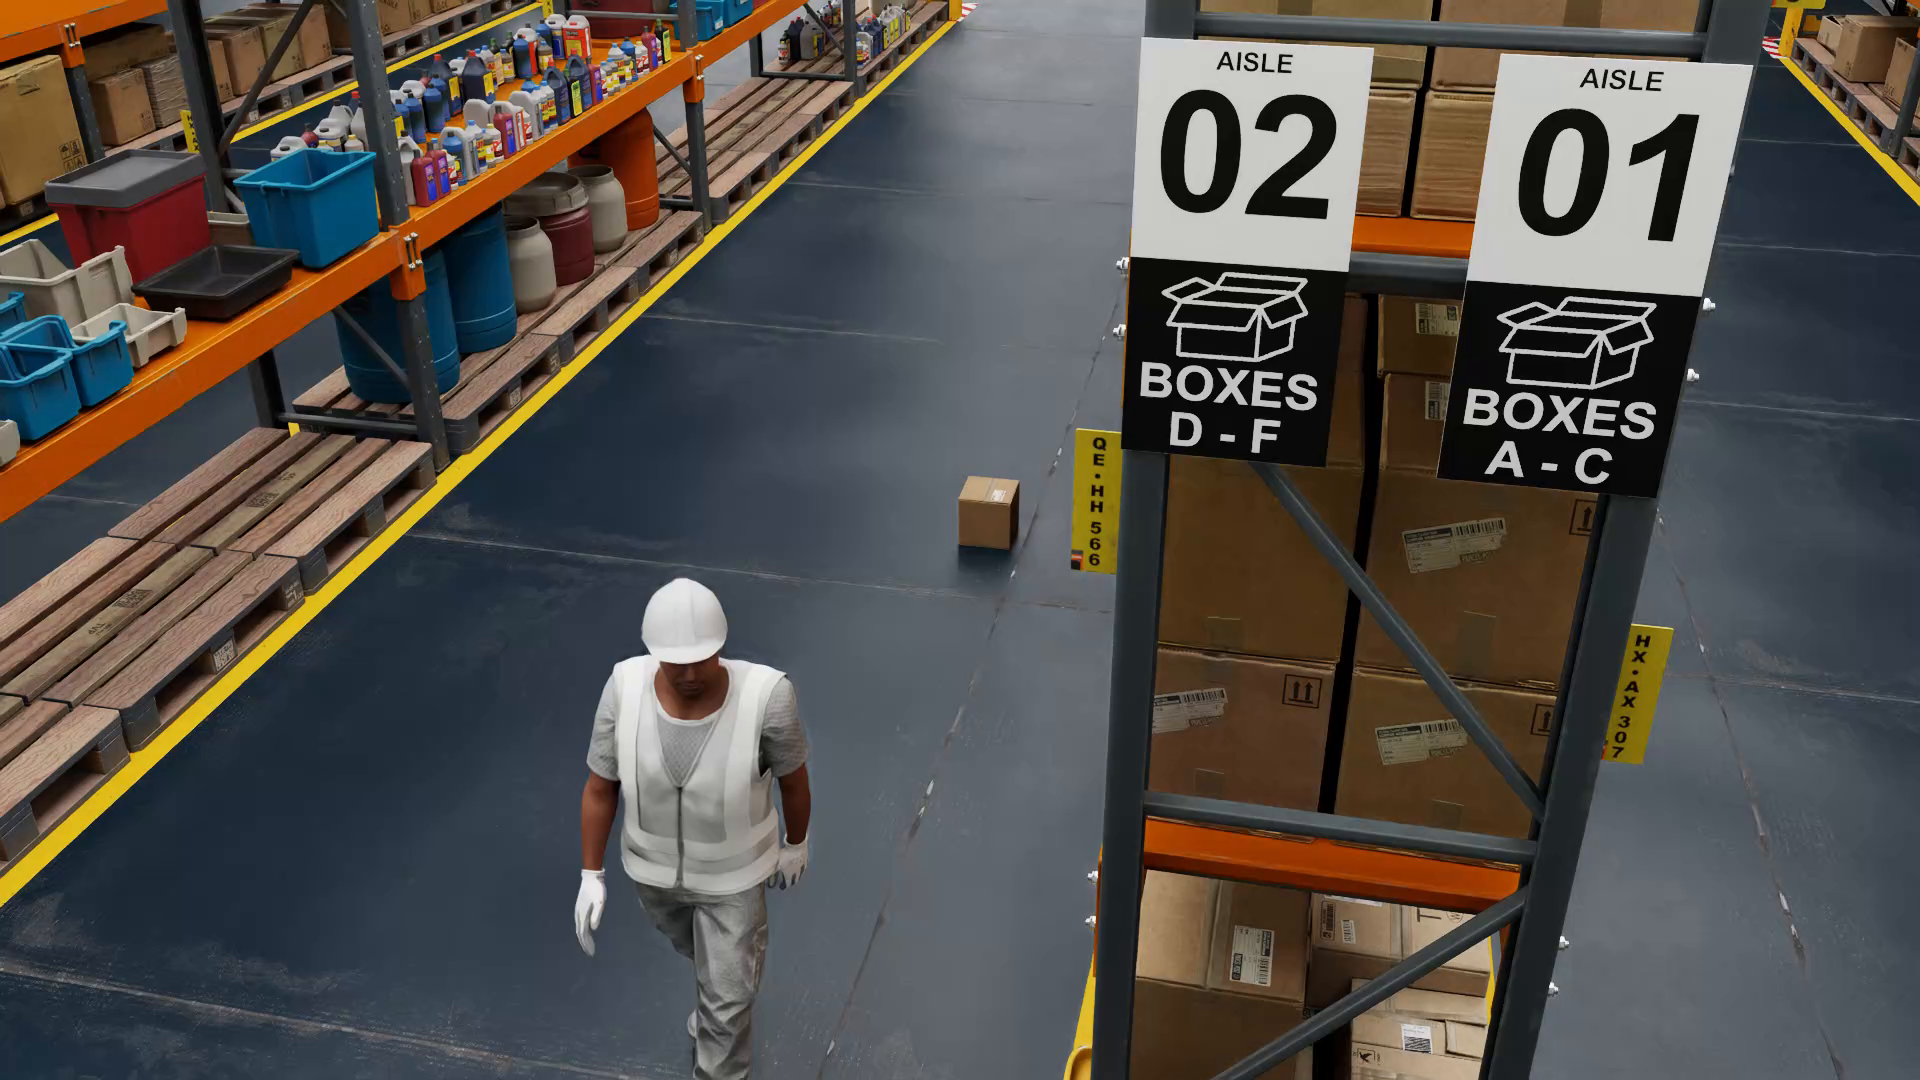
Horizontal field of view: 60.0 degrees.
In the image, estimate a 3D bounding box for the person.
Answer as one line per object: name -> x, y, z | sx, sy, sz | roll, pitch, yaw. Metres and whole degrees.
person -> -0.711, 0.894, 4.444 | 0.564, 1.744, 0.980 | 5, 29, 10
